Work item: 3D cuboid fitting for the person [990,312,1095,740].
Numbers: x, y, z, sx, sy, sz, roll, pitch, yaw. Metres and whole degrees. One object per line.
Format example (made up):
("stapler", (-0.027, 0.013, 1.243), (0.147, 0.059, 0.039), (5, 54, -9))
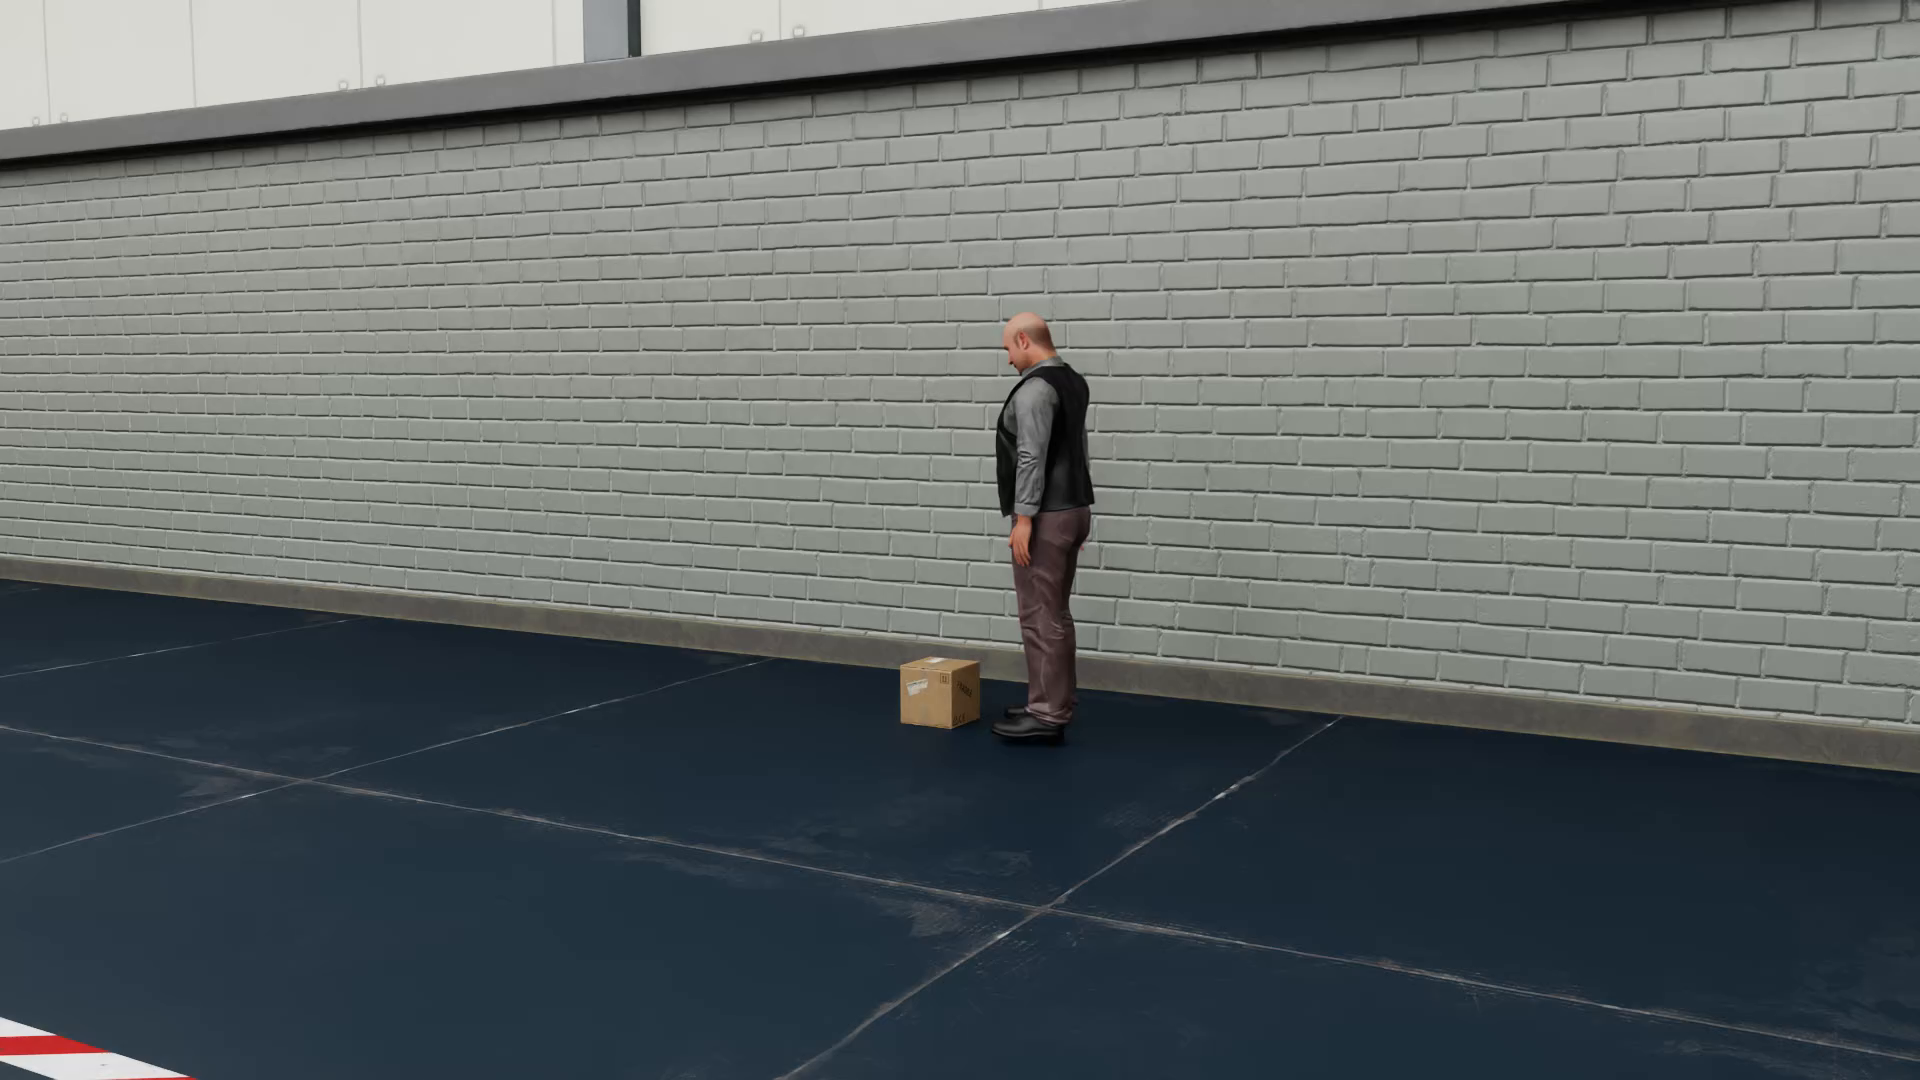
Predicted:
("person", (0.321, -0.065, 6.752), (0.409, 1.703, 0.572), (2, 6, 22))
